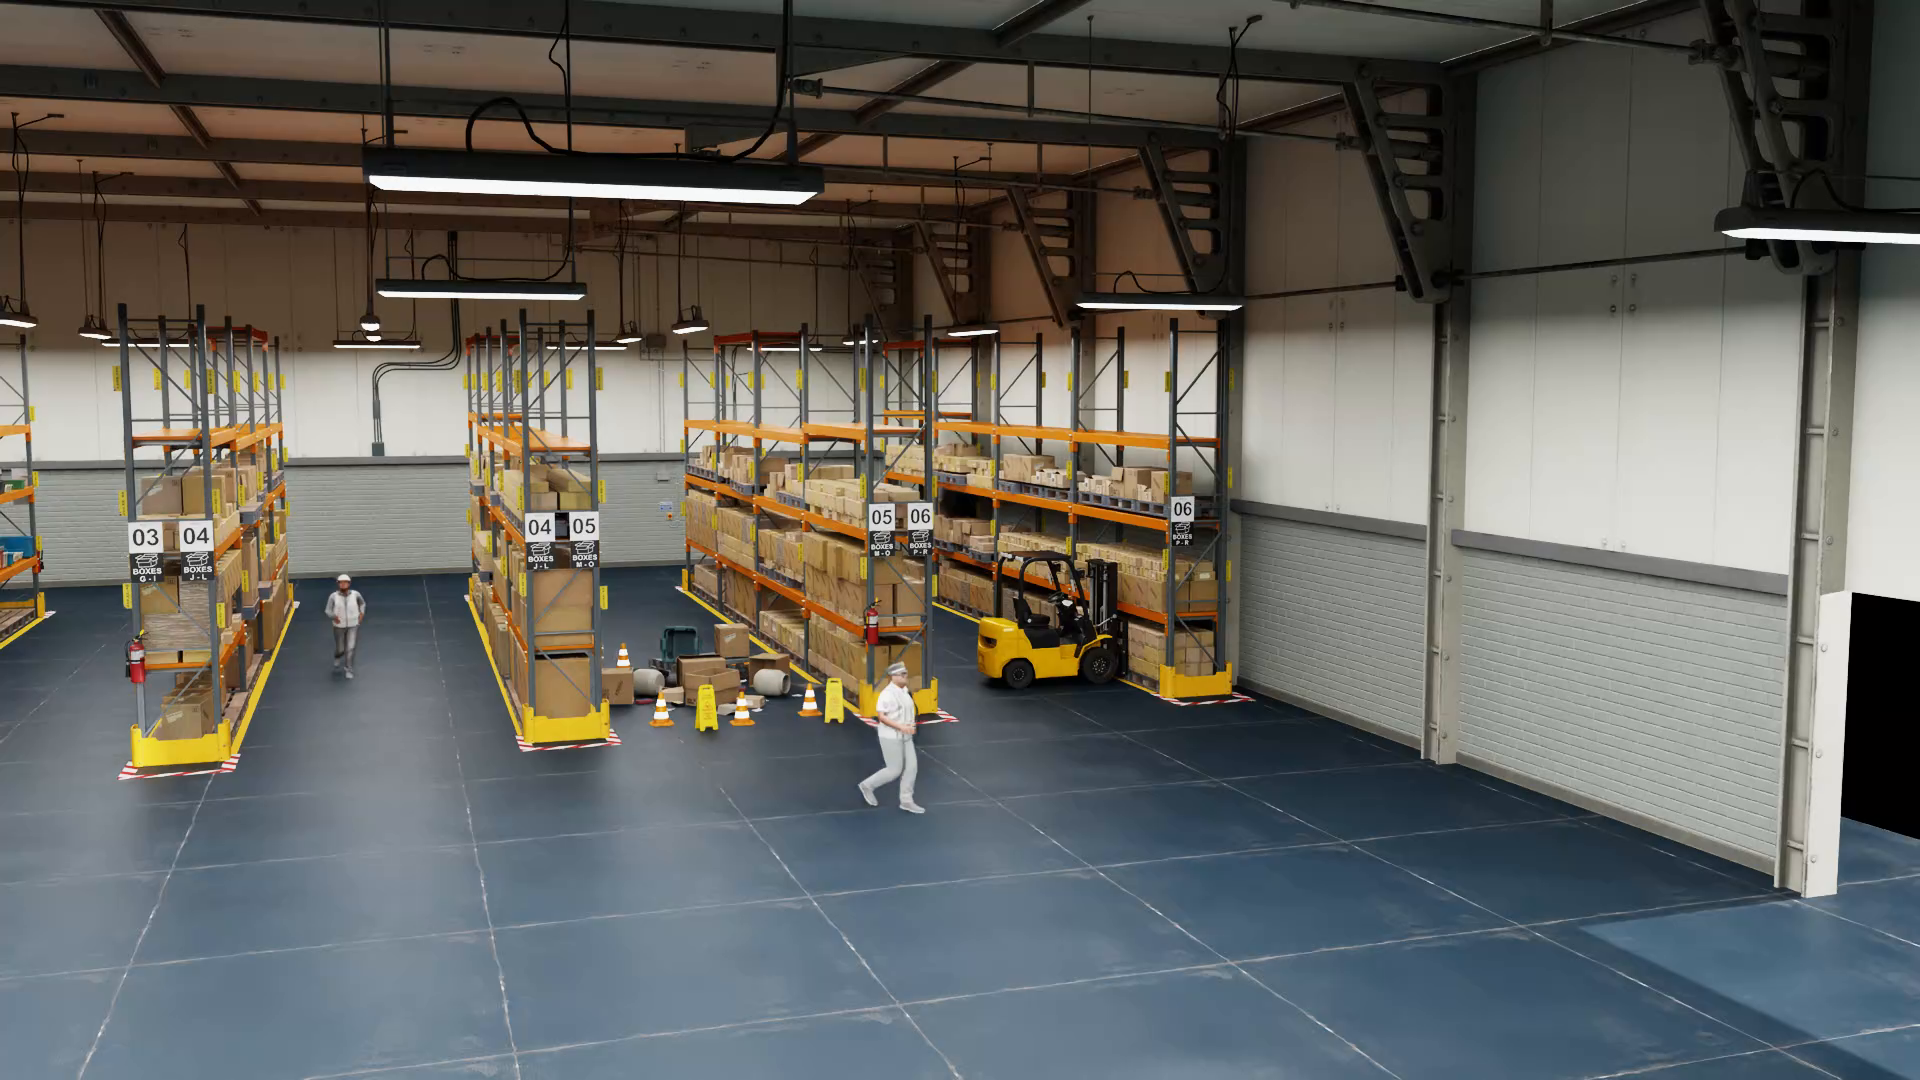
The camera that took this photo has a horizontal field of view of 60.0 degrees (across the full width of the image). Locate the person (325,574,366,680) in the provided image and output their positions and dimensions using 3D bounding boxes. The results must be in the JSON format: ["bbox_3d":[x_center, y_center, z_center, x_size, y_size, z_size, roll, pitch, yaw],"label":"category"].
[{"bbox_3d":[-10.471,1.458,28.331,0.637,1.769,0.821,-2,6,-24],"label":"person"}]

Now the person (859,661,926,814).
[{"bbox_3d":[-0.775,2.291,19.437,0.794,1.786,0.689,2,6,24],"label":"person"}]
